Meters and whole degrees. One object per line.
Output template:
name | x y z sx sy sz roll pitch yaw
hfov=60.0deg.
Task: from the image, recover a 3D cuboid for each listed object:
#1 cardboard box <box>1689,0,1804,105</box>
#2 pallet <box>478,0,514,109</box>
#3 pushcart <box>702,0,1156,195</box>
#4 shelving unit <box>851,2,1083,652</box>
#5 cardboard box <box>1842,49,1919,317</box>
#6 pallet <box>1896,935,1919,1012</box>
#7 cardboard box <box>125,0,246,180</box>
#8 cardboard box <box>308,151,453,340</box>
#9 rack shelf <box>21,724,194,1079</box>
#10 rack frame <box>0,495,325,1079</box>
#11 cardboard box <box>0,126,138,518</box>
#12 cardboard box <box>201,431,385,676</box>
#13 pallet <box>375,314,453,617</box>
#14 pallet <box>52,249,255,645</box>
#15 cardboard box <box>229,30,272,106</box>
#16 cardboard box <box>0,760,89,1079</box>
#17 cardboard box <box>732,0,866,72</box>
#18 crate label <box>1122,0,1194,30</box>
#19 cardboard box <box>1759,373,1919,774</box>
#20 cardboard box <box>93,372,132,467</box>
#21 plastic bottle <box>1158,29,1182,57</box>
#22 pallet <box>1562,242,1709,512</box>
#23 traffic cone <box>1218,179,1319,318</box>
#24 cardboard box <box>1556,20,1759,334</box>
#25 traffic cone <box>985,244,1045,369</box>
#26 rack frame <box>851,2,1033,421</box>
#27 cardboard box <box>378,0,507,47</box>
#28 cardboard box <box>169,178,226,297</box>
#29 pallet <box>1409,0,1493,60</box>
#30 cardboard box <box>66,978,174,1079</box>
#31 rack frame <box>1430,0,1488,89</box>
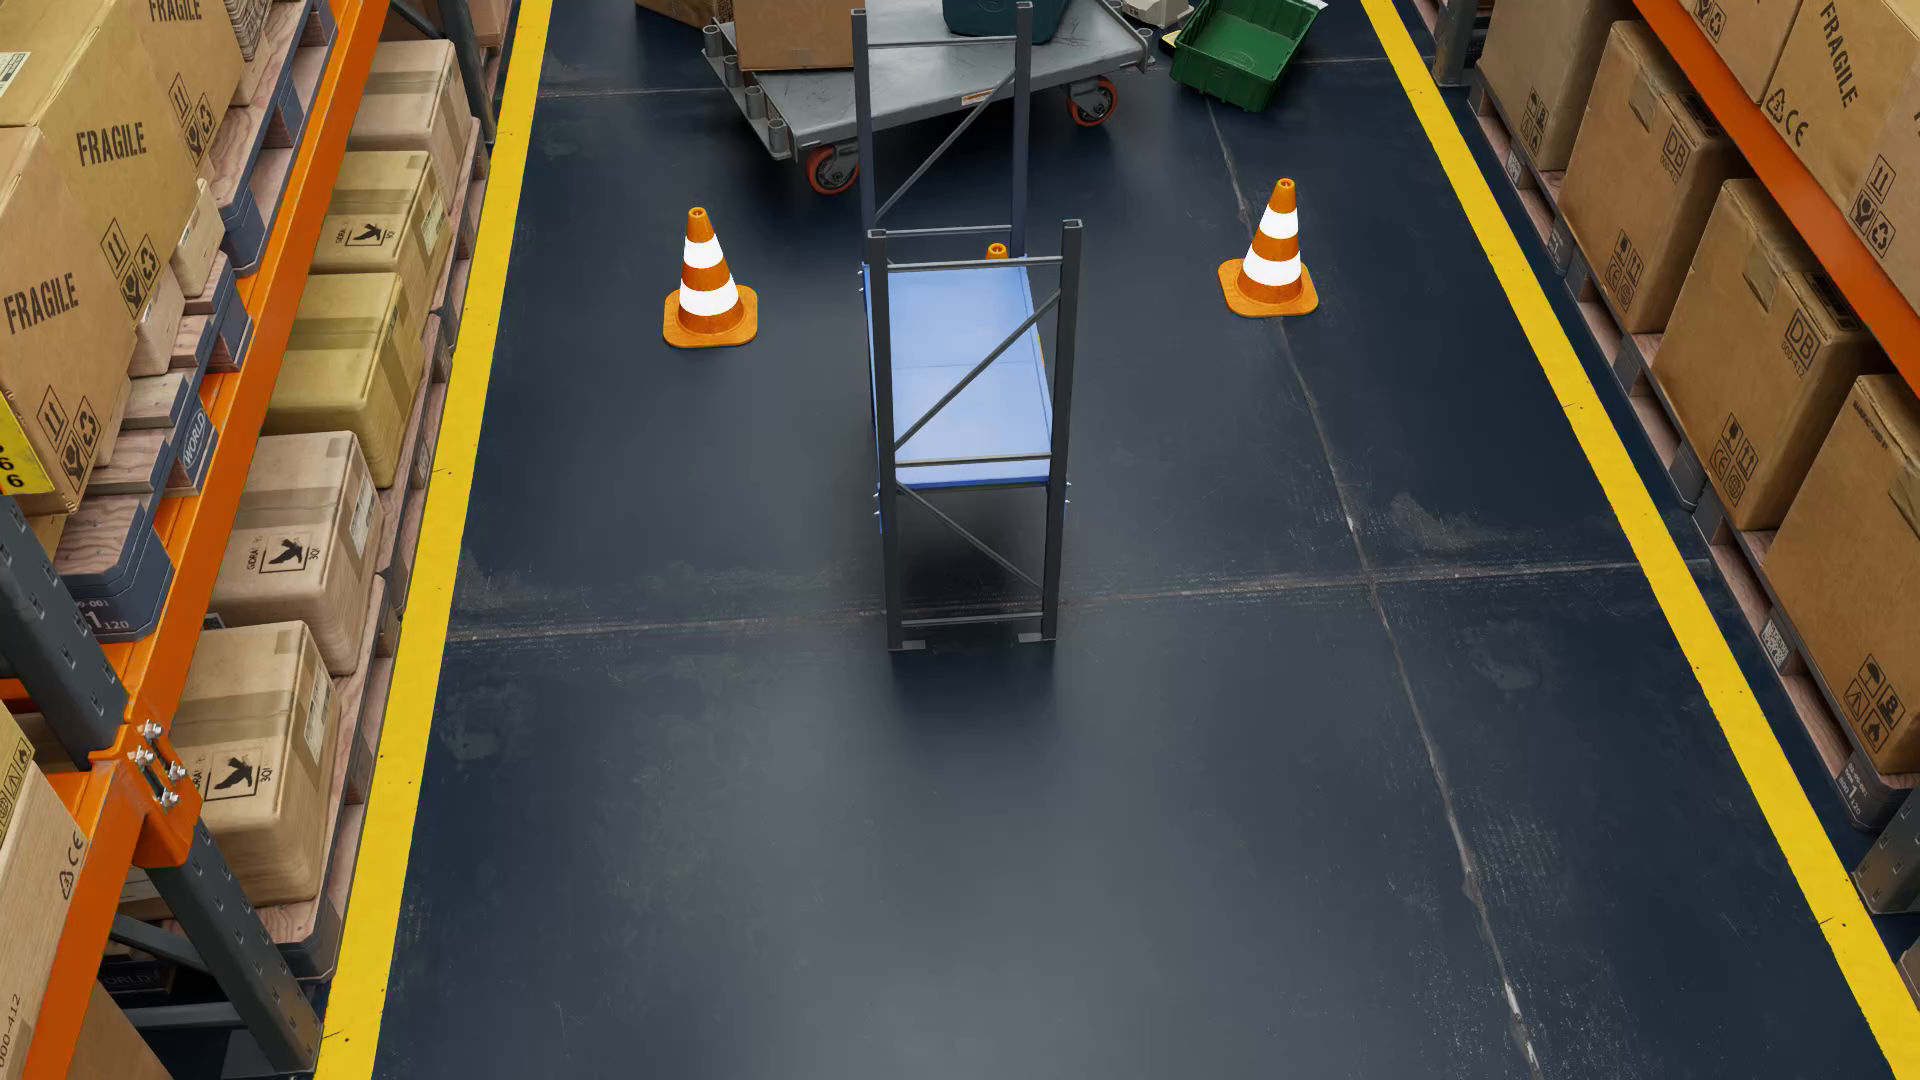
cardboard box | 2.426 -1.564 4.597 0.500 0.500 0.500 -3 47 -3
pallet | -2.490 -2.172 7.162 1.003 0.211 1.213 -3 47 -3
pushcart | -0.131 -1.920 6.809 1.648 0.377 0.936 -19 49 -17
shelving unit | -0.007 -0.577 4.764 0.538 1.500 1.048 -3 47 -3
cardboard box | 2.515 -0.832 3.903 0.500 0.500 0.500 -3 47 -3
pallet | 2.925 1.397 3.782 1.003 0.211 1.213 -3 47 -3
cardboard box | -1.972 -1.134 3.696 0.500 0.500 0.500 -3 47 -3
cardboard box | -2.289 -0.989 5.641 0.950 0.372 0.625 -1 47 -1
rack shelf | -1.896 1.941 1.841 1.077 0.370 4.000 -3 47 -3
rack frame | -2.064 0.247 2.950 1.000 3.000 0.127 -3 47 -3
cardboard box | -1.871 -0.374 2.975 0.500 0.500 0.500 -5 47 -4
cardboard box | -2.171 0.063 4.645 0.950 0.372 0.625 -4 47 -4
pallet | -2.227 -0.241 5.332 1.003 0.211 1.213 -3 47 -3
pallet | -2.229 -0.197 3.502 1.213 0.211 1.003 -3 47 -3
cardboard box | -1.993 -1.230 4.233 0.380 0.149 0.250 -2 47 -2
cardboard box | -1.763 0.648 2.673 0.500 0.250 0.500 -5 47 -5
cardboard box | -0.627 -2.178 6.447 0.500 0.500 0.500 -3 47 -3
crate label | 0.873 -2.423 7.451 0.298 0.136 0.250 -36 56 -29
cardboard box | 2.899 0.056 4.391 1.050 0.750 0.750 -4 47 -4
cardboard box | -1.896 -0.264 3.318 0.380 0.149 0.250 -6 47 -6
plastic bottle | 0.999 -2.119 7.215 0.133 0.061 0.283 -27 52 -23
pallet | 2.771 -0.624 5.696 1.003 0.211 1.213 -3 47 -3
traffic cone | 1.133 -1.087 5.961 0.336 0.463 0.334 -3 47 -3
cardboard box | 2.744 -1.250 5.628 1.050 0.750 0.750 -3 47 -3
traffic cone | 0.121 -0.814 5.702 0.336 0.463 0.334 -3 47 -3
rack frame | -0.050 -0.945 5.112 0.500 1.500 0.032 -3 47 -3
cardboard box | -2.179 -2.290 6.957 0.500 0.250 0.500 -5 47 -5
cardboard box | -1.875 -0.665 3.698 0.380 0.149 0.250 -3 47 -3
pallet | 2.540 -2.617 7.584 1.003 0.211 1.213 -3 47 -3
cardboard box | -2.089 1.338 3.091 0.875 0.875 0.875 -4 47 -4
rack frame | 2.526 -3.021 6.046 1.000 3.000 0.127 -3 47 -3
